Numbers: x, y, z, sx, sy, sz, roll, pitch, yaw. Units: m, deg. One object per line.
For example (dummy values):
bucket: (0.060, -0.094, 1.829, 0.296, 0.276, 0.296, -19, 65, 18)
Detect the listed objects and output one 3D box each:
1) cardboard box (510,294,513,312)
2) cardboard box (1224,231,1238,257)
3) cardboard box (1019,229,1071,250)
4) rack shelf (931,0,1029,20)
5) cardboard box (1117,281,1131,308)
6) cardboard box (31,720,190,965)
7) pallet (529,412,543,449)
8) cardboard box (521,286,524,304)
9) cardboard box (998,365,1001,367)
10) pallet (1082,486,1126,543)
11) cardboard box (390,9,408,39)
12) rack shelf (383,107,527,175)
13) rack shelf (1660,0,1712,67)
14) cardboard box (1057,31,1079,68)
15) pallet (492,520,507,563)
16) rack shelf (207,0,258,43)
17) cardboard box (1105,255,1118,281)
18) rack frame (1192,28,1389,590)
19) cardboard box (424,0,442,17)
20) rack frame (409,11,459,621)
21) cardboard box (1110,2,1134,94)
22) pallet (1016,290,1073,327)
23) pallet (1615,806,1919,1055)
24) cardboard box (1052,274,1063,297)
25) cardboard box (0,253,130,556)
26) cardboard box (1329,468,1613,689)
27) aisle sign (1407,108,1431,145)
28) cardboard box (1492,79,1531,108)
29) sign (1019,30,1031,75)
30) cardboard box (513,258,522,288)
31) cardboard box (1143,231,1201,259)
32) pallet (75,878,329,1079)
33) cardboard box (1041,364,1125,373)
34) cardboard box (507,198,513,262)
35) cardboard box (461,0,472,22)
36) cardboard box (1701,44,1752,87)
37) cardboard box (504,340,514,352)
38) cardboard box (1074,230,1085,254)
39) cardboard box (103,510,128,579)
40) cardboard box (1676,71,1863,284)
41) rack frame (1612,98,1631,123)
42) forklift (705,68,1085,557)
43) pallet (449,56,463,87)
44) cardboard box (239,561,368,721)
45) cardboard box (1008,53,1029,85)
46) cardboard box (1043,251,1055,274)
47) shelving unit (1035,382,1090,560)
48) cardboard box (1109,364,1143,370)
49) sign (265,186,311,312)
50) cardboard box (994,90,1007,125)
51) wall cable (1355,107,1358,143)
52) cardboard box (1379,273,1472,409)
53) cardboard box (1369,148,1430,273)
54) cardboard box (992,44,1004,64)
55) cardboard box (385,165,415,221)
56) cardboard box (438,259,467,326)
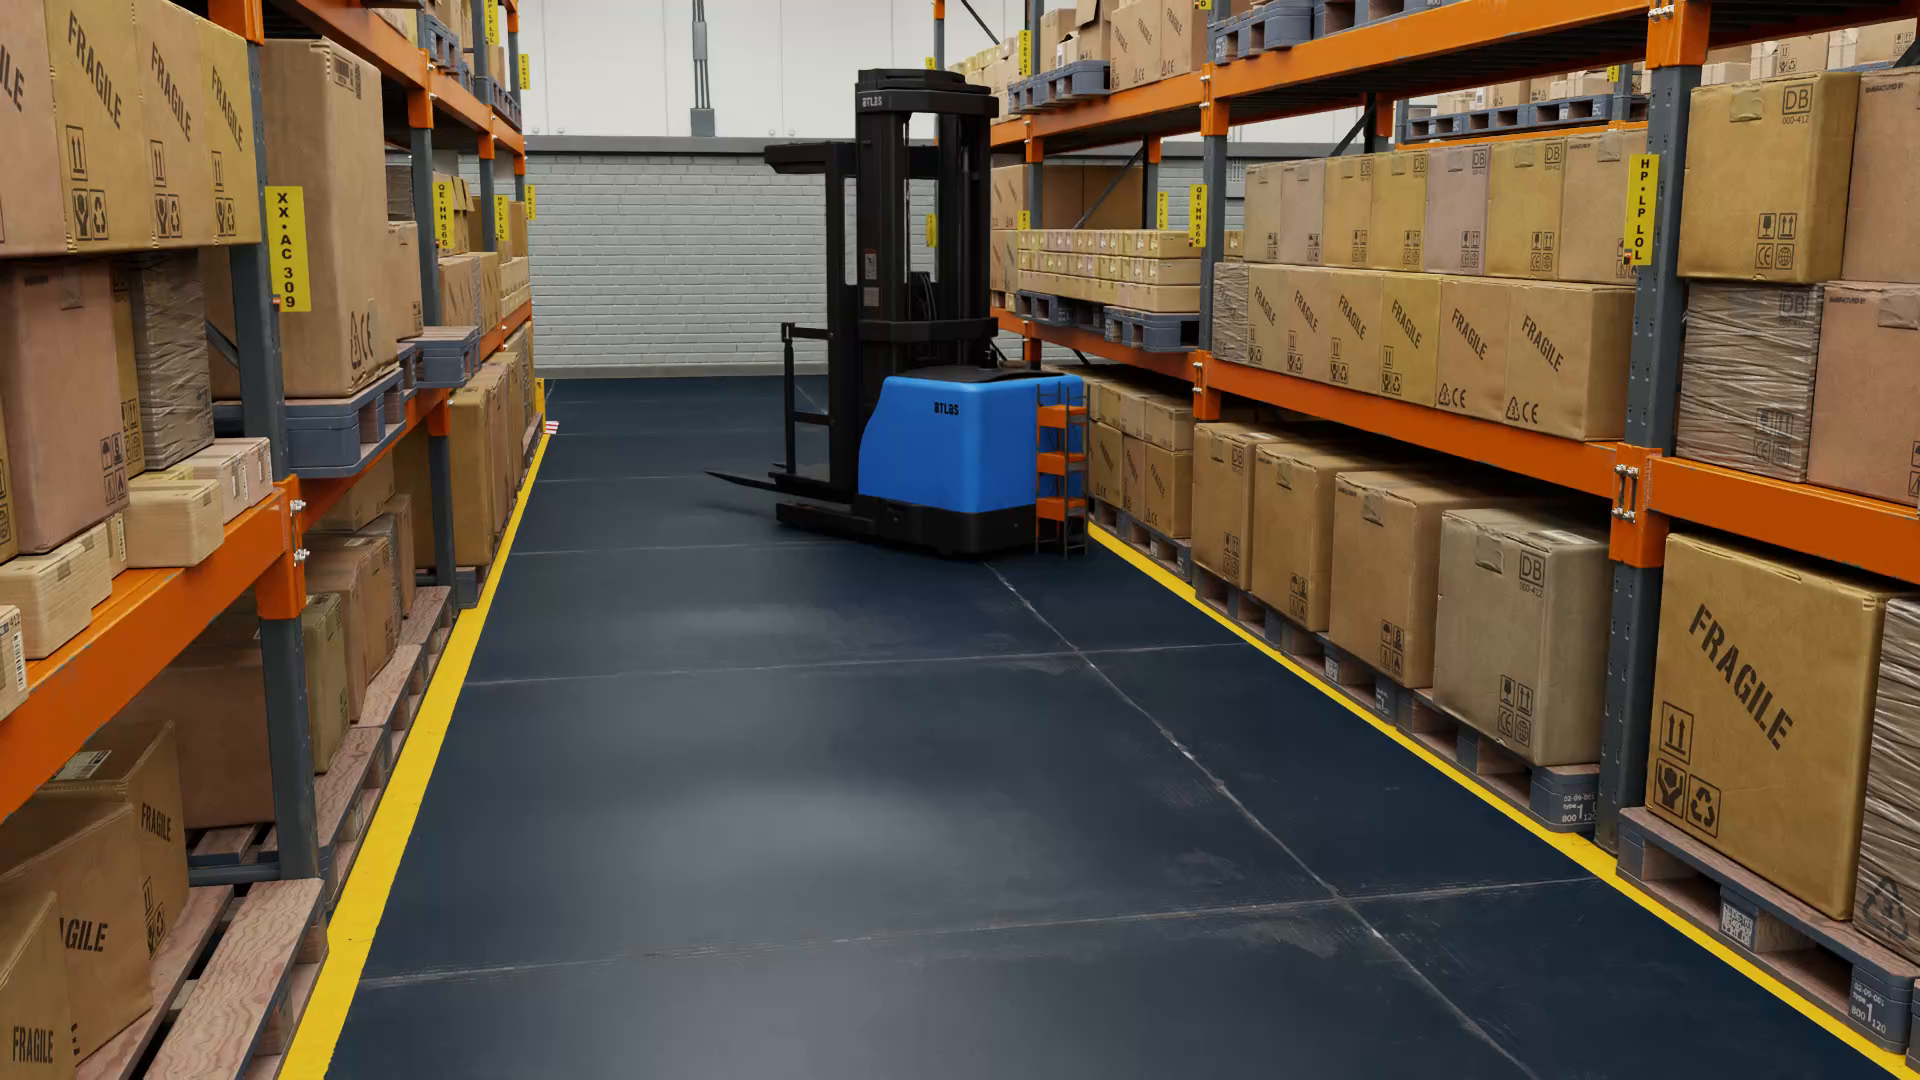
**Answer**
cardboard box: (-3.750, -1.875, 13.198, 0.380, 0.149, 0.250, -2, 11, -13)
cardboard box: (1.802, -1.777, 9.968, 0.380, 0.149, 0.250, -2, 11, -11)
cardboard box: (0.647, -2.236, 12.377, 0.380, 0.149, 0.250, -2, 11, -8)
rack shelf: (0.633, -4.908, 14.350, 1.077, 0.370, 4.000, -2, 11, -11)
cardboard box: (1.156, -1.465, 9.921, 0.380, 0.149, 0.250, -2, 11, -10)
cardboard box: (-2.269, 0.776, 4.158, 0.500, 0.500, 0.500, -2, 11, -13)
pallet: (-4.409, -1.007, 15.425, 1.003, 0.211, 1.213, -2, 11, -11)
cardboard box: (-4.049, -2.157, 14.680, 0.380, 0.149, 0.250, -2, 11, -12)
cardboard box: (0.184, -1.626, 16.130, 0.380, 0.149, 0.250, -2, 11, -10)
pallet: (1.415, -0.213, 11.249, 1.003, 0.211, 1.213, -2, 11, -11)
cardboard box: (-2.642, -2.285, 7.058, 0.500, 0.250, 0.500, -2, 11, -11)
rack shelf: (-4.252, -3.275, 13.780, 1.077, 0.370, 4.000, -2, 11, -11)
rack shelf: (2.967, -1.235, 3.067, 1.077, 0.370, 4.000, -2, 11, -11)
cardboard box: (0.987, -3.416, 11.717, 0.500, 0.311, 0.500, -2, 11, -12)
pallet: (-3.399, -0.055, 10.419, 1.003, 0.211, 1.213, -2, 11, -11)
rack shelf: (-1.918, -1.074, 2.216, 1.077, 0.370, 4.000, -2, 11, -11)
cardboard box: (1.101, -1.662, 10.158, 0.380, 0.149, 0.250, -2, 11, -11)
rack frame: (1.800, -1.216, 9.062, 1.000, 3.000, 0.127, -2, 11, -11)
cardboard box: (-3.504, -3.158, 9.846, 0.797, 0.503, 0.637, -2, 11, -12)
rack frame: (-3.085, -1.054, 8.211, 1.000, 3.000, 0.127, -2, 11, -11)
cardboard box: (1.236, -3.017, 10.235, 0.500, 0.500, 0.500, -2, 11, -11)
pallet: (1.028, -1.710, 12.170, 1.003, 0.211, 1.213, -2, 11, -11)
pallet: (2.649, 1.030, 4.720, 1.003, 0.211, 1.213, -2, 11, -11)
cardboard box: (0.849, -1.754, 11.438, 0.380, 0.149, 0.250, -3, 11, -14)
cardboard box: (-2.022, -0.250, 2.923, 0.875, 0.500, 0.500, -2, 11, -11)
cardboard box: (2.185, 0.129, 6.890, 1.050, 0.750, 0.750, -2, 11, -11)
aisle sign: (4.781, -4.161, 17.584, 0.394, 0.787, 0.004, -2, 11, -11)
cardboard box: (5.324, -4.284, 15.504, 0.500, 0.500, 0.500, -2, 11, -10)
sign: (0.491, -3.656, 12.476, 0.100, 0.325, 0.005, -2, 11, -11)
cardboard box: (-4.089, -2.328, 14.511, 0.500, 0.250, 0.500, -3, 11, -13)
cardboard box: (1.255, -1.664, 9.375, 0.380, 0.149, 0.250, -3, 11, -13)
pallet: (-2.142, 1.171, 3.977, 1.003, 0.211, 1.213, -2, 11, -11)
cardboard box: (0.906, -1.151, 12.278, 0.500, 0.250, 0.500, -3, 11, -14)
cardboard box: (-3.900, -2.511, 13.469, 0.500, 0.500, 0.500, -2, 11, -13)
cardboard box: (-4.258, -4.297, 13.563, 0.500, 0.250, 0.500, -2, 11, -13)
cardboard box: (5.744, -3.705, 12.725, 0.500, 0.500, 0.500, -2, 11, -12)
cardboard box: (-3.913, -1.074, 12.876, 0.875, 0.875, 0.875, -2, 11, -11)
cardboard box: (0.955, -1.949, 10.872, 0.380, 0.149, 0.250, -2, 11, -9)
cardboard box: (-1.871, 0.019, 3.249, 0.380, 0.149, 0.250, -2, 11, -11)
cardboard box: (2.616, -1.017, 4.730, 0.875, 0.550, 0.550, -2, 11, -11)
rack frame: (5.858, -2.148, 13.959, 1.000, 3.000, 0.127, -2, 11, -11)
forklift: (-0.586, -1.557, 11.036, 1.130, 2.935, 3.031, -10, 15, -42)
pallet: (-3.483, -2.756, 9.636, 1.003, 0.211, 1.213, -2, 11, -8)
cardboard box: (-2.589, 0.387, 6.147, 0.700, 0.500, 0.500, -3, 11, -16)
cardboard box: (0.682, -3.670, 12.999, 0.500, 0.250, 0.500, -3, 11, -14)
cardboard box: (0.801, -1.947, 11.657, 0.380, 0.149, 0.250, -3, 11, -13)
shelving unit: (0.623, -0.422, 10.106, 0.215, 1.050, 0.252, -10, 15, -42)
cardboard box: (1.415, -1.169, 12.371, 0.500, 0.250, 0.500, -2, 11, -13)
sign: (-1.777, -0.767, 4.387, 0.100, 0.325, 0.005, -2, 11, -11)
cardboard box: (0.576, -3.521, 13.554, 0.500, 0.250, 0.500, -2, 11, -11)
wall cable: (4.435, -6.889, 22.821, 2.355, 3.000, 0.029, -2, 11, -11)
cardboard box: (2.017, -0.803, 6.623, 0.500, 0.500, 0.500, -2, 11, -10)
cardboard box: (2.178, -1.393, 7.051, 0.700, 0.500, 0.500, -2, 11, -12)
cardboard box: (0.482, -4.029, 13.818, 0.380, 0.149, 0.250, -3, 11, -13)
cardboard box: (-3.212, -1.731, 8.816, 0.797, 0.503, 0.637, -2, 11, -9)
cardboard box: (-3.015, -1.297, 9.219, 0.500, 0.500, 0.500, -2, 11, -13)
